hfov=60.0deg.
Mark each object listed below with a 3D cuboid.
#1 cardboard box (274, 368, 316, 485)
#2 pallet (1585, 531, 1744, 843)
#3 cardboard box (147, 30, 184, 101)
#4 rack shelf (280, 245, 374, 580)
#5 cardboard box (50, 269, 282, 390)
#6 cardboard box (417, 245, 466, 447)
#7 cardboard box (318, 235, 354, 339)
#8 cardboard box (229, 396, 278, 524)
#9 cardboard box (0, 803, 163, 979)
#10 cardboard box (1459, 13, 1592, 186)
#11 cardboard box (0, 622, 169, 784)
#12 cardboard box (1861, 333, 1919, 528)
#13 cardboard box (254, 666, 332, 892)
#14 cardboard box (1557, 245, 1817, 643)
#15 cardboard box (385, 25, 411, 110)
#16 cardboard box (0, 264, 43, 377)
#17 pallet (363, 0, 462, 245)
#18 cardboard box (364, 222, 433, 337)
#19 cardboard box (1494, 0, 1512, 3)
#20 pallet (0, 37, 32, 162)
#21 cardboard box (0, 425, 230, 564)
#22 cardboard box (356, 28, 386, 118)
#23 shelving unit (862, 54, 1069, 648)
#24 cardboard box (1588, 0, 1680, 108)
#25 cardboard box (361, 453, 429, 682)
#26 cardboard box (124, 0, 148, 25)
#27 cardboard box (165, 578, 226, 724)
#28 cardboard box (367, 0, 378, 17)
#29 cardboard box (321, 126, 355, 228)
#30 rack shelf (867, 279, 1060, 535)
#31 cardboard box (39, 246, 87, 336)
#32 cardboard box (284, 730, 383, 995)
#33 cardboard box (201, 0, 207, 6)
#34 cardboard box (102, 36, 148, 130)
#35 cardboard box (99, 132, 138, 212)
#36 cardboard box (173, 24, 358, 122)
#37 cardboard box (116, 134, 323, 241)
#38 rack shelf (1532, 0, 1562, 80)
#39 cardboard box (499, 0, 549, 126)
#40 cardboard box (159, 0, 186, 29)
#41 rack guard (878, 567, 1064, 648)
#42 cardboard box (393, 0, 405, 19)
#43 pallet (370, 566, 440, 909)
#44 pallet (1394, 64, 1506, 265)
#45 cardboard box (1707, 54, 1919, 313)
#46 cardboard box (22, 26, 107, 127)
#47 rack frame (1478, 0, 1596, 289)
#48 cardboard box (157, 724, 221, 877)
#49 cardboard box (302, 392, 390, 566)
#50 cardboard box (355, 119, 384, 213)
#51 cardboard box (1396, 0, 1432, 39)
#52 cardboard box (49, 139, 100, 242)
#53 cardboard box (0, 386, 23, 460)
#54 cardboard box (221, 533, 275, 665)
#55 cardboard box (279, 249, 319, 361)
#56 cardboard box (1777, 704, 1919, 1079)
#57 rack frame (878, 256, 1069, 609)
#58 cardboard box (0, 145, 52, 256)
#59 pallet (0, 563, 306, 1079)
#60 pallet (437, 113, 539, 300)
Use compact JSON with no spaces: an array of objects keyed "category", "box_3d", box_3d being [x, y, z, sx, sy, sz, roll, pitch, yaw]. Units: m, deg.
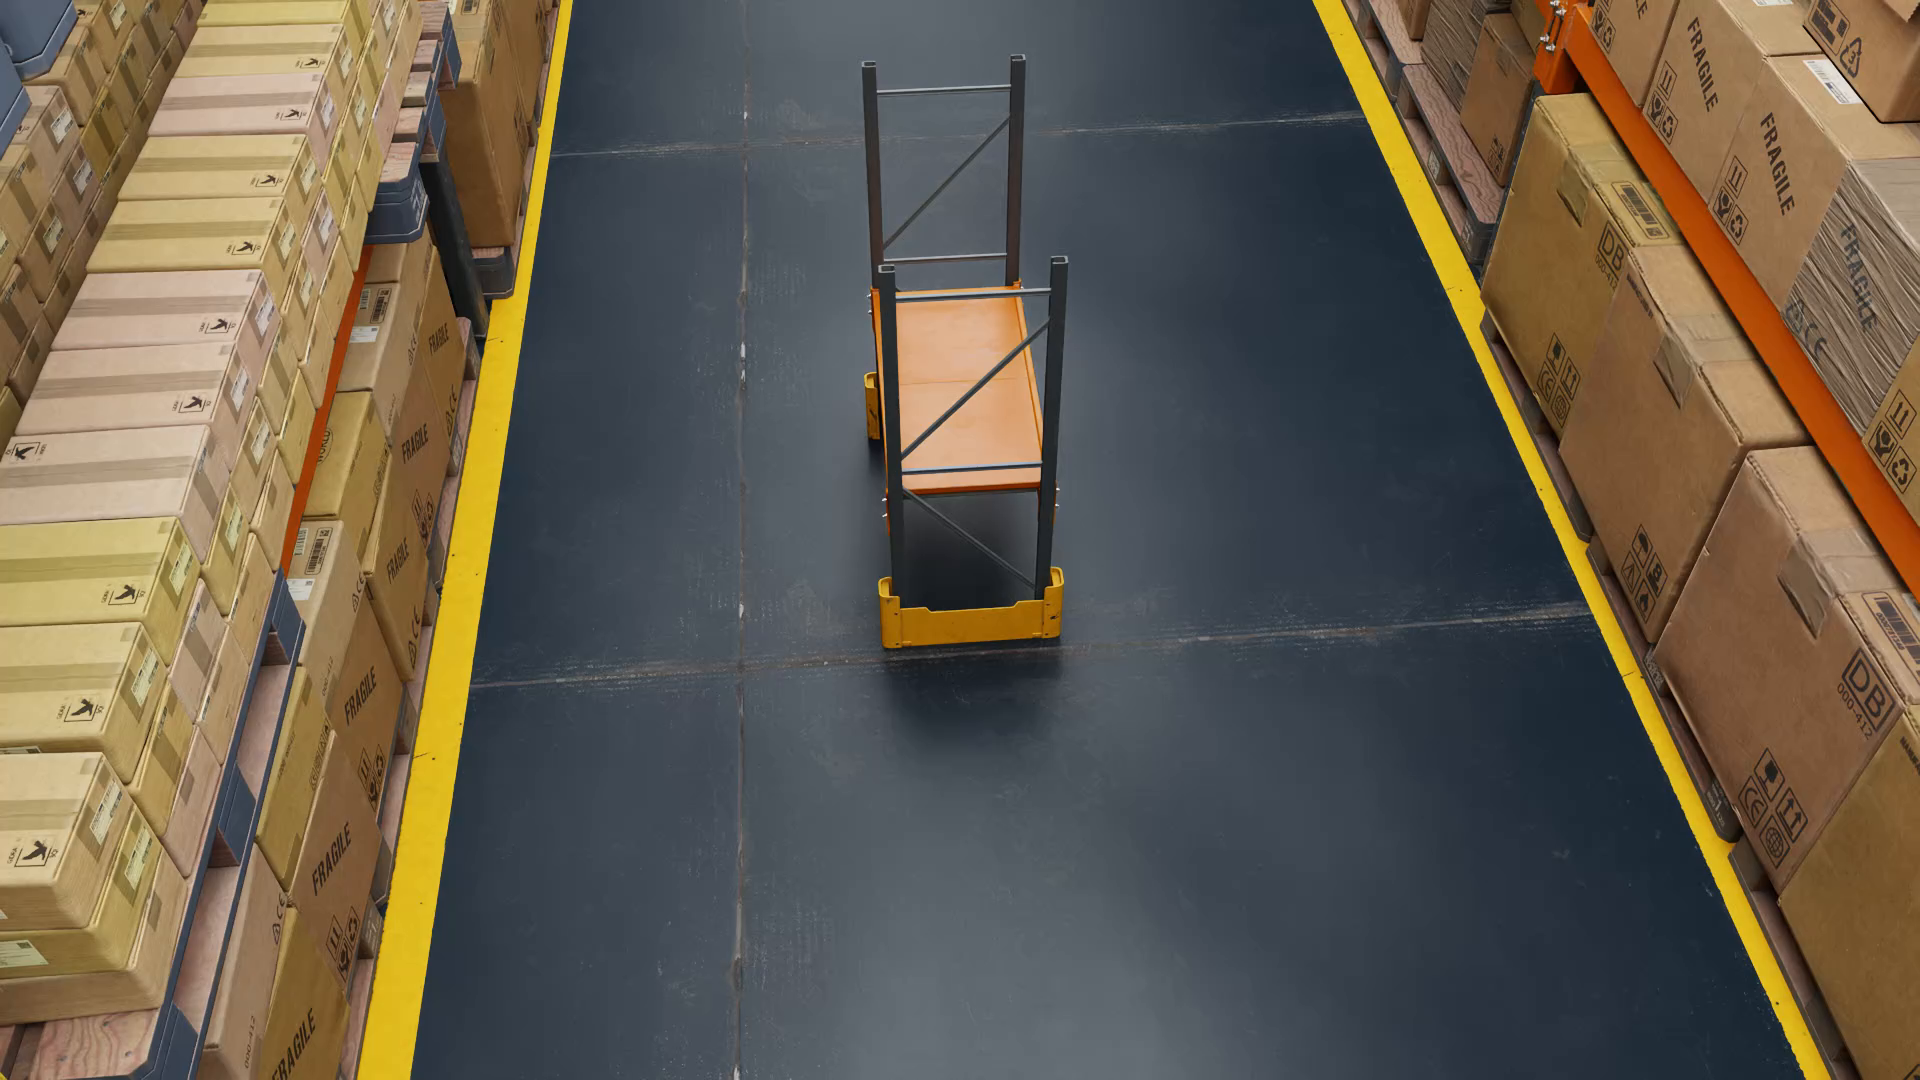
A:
[{"category":"cardboard box","box_3d":[-1.706,-0.250,3.805,0.380,0.149,0.250,-4,47,-4]},{"category":"pallet","box_3d":[2.690,0.358,5.266,1.003,0.211,1.213,-3,47,-3]},{"category":"cardboard box","box_3d":[-2.493,-1.356,4.852,0.380,0.149,0.250,-1,47,-1]},{"category":"rack shelf","box_3d":[-2.184,-0.134,4.307,1.077,0.370,4.000,-3,47,-3]},{"category":"cardboard box","box_3d":[-1.700,-0.445,3.580,0.380,0.149,0.250,-2,47,-2]},{"category":"cardboard box","box_3d":[-2.036,-0.653,5.735,0.500,0.500,0.500,-4,47,-3]},{"category":"cardboard box","box_3d":[-1.750,-0.629,4.164,0.380,0.149,0.250,-2,47,-2]},{"category":"cardboard box","box_3d":[-1.684,-0.165,3.519,0.380,0.149,0.250,-2,47,-2]},{"category":"cardboard box","box_3d":[-1.591,0.592,2.802,0.380,0.149,0.250,-3,47,-3]},{"category":"cardboard box","box_3d":[2.524,-1.832,6.838,0.700,0.500,0.500,-6,47,-5]},{"category":"cardboard box","box_3d":[-1.621,0.289,2.885,0.380,0.149,0.250,-2,47,-2]},{"category":"cardboard box","box_3d":[2.538,-0.255,3.857,0.500,0.500,0.500,-4,47,-4]},{"category":"cardboard box","box_3d":[-1.862,0.587,4.044,0.500,0.250,0.500,-2,47,-2]},{"category":"cardboard box","box_3d":[2.704,-0.325,5.166,1.225,0.875,0.875,-3,47,-3]},{"category":"cardboard box","box_3d":[-1.833,-1.378,4.873,0.380,0.149,0.250,-4,47,-3]},{"category":"cardboard box","box_3d":[-2.375,-0.500,3.837,0.380,0.149,0.250,-2,47,-2]},{"category":"pallet","box_3d":[-2.186,-1.253,5.003,1.213,0.211,1.003,-3,47,-3]},{"category":"cardboard box","box_3d":[-2.033,-0.892,5.445,0.500,0.250,0.500,-4,47,-4]},{"category":"cardboard box","box_3d":[2.459,-2.473,6.928,0.500,0.250,0.500,1,47,1]},{"category":"pallet","box_3d":[-1.962,-0.354,2.083,1.213,0.211,1.003,-3,47,-3]},{"category":"cardboard box","box_3d":[-1.658,-0.078,3.232,0.380,0.149,0.250,-4,47,-4]},{"category":"cardboard box","box_3d":[-1.808,-1.276,4.571,0.380,0.149,0.250,-2,47,-2]},{"category":"shelving unit","box_3d":[-0.006,-0.571,5.258,0.587,1.500,1.083,-3,47,-3]},{"category":"cardboard box","box_3d":[2.369,-1.723,5.247,0.500,0.500,0.500,-2,47,-2]},{"category":"cardboard box","box_3d":[-1.936,0.104,5.018,0.500,0.500,0.500,-5,47,-5]},{"category":"cardboard box","box_3d":[-2.481,-1.551,4.627,0.380,0.149,0.250,-5,47,-4]},{"category":"cardboard box","box_3d":[-1.637,0.218,3.156,0.380,0.149,0.250,-2,47,-2]},{"category":"cardboard box","box_3d":[-1.835,-1.583,4.657,0.380,0.149,0.250,-4,47,-4]},{"category":"cardboard box","box_3d":[-1.769,-0.915,4.229,0.380,0.149,0.250,-4,47,-4]},{"category":"rack shelf","box_3d":[-0.007,-0.454,5.395,0.538,0.185,1.000,-3,47,-3]},{"category":"cardboard box","box_3d":[-2.402,-0.591,4.128,0.380,0.149,0.250,-3,47,-3]},{"category":"cardboard box","box_3d":[-1.860,0.847,4.314,0.500,0.500,0.500,-2,47,-1]},{"category":"cardboard box","box_3d":[-2.657,-2.172,5.673,0.500,0.500,0.500,-3,47,-3]},{"category":"cardboard box","box_3d":[-2.461,-1.238,4.535,0.380,0.149,0.250,-5,47,-5]},{"category":"cardboard box","box_3d":[-2.446,-0.966,4.483,0.380,0.149,0.250,-2,47,-1]},{"category":"cardboard box","box_3d":[-1.787,-1.200,4.295,0.380,0.149,0.250,-2,47,-2]},{"category":"cardboard box","box_3d":[-1.747,-0.829,3.943,0.380,0.149,0.250,-1,47,-1]},{"category":"rack shelf","box_3d":[2.432,-3.257,7.264,1.077,0.370,4.000,-3,47,-3]},{"category":"cardboard box","box_3d":[-2.389,-2.278,7.101,1.050,0.750,0.750,-3,47,-3]},{"category":"cardboard box","box_3d":[-2.511,-1.627,4.904,0.380,0.149,0.250,-2,47,-2]},{"category":"rack guard","box_3d":[0.035,0.219,5.370,0.587,0.250,0.087,-3,47,-3]},{"category":"cardboard box","box_3d":[-1.856,-1.659,4.934,0.380,0.149,0.250,-3,47,-2]},{"category":"pallet","box_3d":[-2.188,0.576,5.059,1.003,0.211,1.213,-3,47,-3]},{"category":"pallet","box_3d":[2.536,-1.663,7.180,1.003,0.211,1.213,-3,47,-3]},{"category":"cardboard box","box_3d":[2.461,-0.980,4.543,0.500,0.500,0.500,-4,47,-4]},{"category":"cardboard box","box_3d":[-2.443,-1.181,4.277,0.380,0.149,0.250,-5,47,-5]},{"category":"rack frame","box_3d":[2.600,-2.057,5.632,1.000,3.000,0.127,-3,47,-3]},{"category":"cardboard box","box_3d":[-1.620,0.494,3.100,0.380,0.149,0.250,-3,47,-3]},{"category":"cardboard box","box_3d":[-1.953,-0.159,4.750,0.500,0.250,0.500,-2,47,-2]},{"category":"cardboard box","box_3d":[-1.794,-1.011,4.525,0.380,0.149,0.250,-4,47,-4]},{"category":"cardboard box","box_3d":[2.410,-2.642,7.605,0.700,0.500,0.500,0,47,0]},{"category":"cardboard box","box_3d":[-2.419,-0.875,4.192,0.380,0.149,0.250,-3,47,-3]},{"category":"cardboard box","box_3d":[-2.359,-0.210,3.767,0.380,0.149,0.250,-2,47,-2]},{"category":"cardboard box","box_3d":[-1.657,0.131,3.443,0.380,0.149,0.250,-3,47,-3]},{"category":"cardboard box","box_3d":[-1.724,-0.539,3.874,0.380,0.149,0.250,-4,47,-4]},{"category":"cardboard box","box_3d":[2.861,0.962,3.948,1.225,0.875,0.875,-3,47,-3]},{"category":"rack frame","box_3d":[0.035,-0.210,4.916,0.500,1.500,0.032,-3,47,-3]},{"category":"cardboard box","box_3d":[-2.394,-0.794,3.910,0.380,0.149,0.250,-2,47,-2]},{"category":"pallet","box_3d":[-1.936,0.570,3.277,1.003,0.211,1.213,-3,47,-3]},{"category":"pallet","box_3d":[-2.342,-1.445,6.973,1.003,0.211,1.213,-3,47,-3]}]
